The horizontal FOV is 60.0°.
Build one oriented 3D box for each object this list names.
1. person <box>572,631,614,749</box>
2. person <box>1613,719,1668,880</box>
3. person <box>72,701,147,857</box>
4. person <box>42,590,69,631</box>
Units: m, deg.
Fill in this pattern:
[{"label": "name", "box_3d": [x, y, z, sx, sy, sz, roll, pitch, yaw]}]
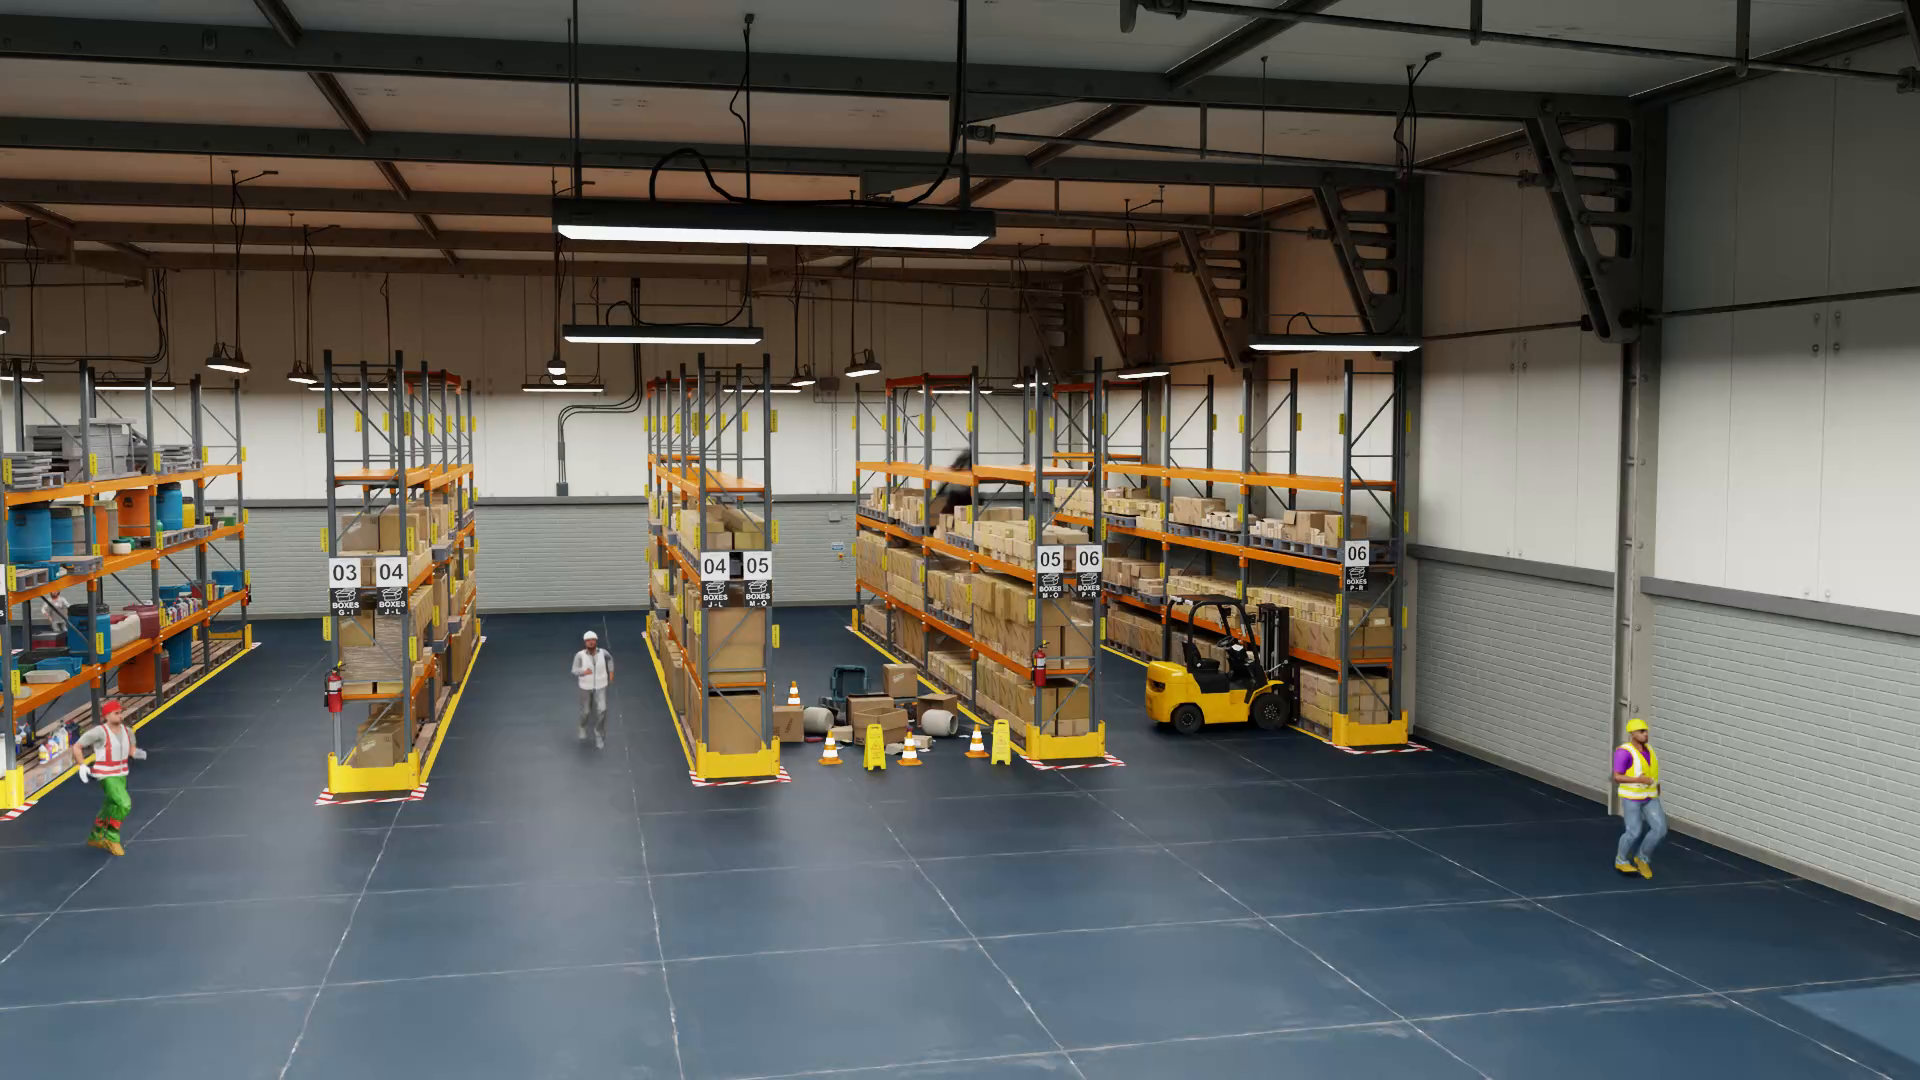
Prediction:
[{"label": "person", "box_3d": [-5.727, 2.317, 25.945, 0.663, 1.822, 0.902, -1, 4, -18]}, {"label": "person", "box_3d": [7.499, 2.858, 18.284, 0.676, 1.783, 0.661, -1, 4, -19]}, {"label": "person", "box_3d": [-9.833, 2.768, 19.311, 0.822, 1.812, 0.643, 1, 4, 14]}, {"label": "person", "box_3d": [-19.292, 1.764, 35.530, 0.553, 1.545, 0.569, -3, 5, -32]}]
